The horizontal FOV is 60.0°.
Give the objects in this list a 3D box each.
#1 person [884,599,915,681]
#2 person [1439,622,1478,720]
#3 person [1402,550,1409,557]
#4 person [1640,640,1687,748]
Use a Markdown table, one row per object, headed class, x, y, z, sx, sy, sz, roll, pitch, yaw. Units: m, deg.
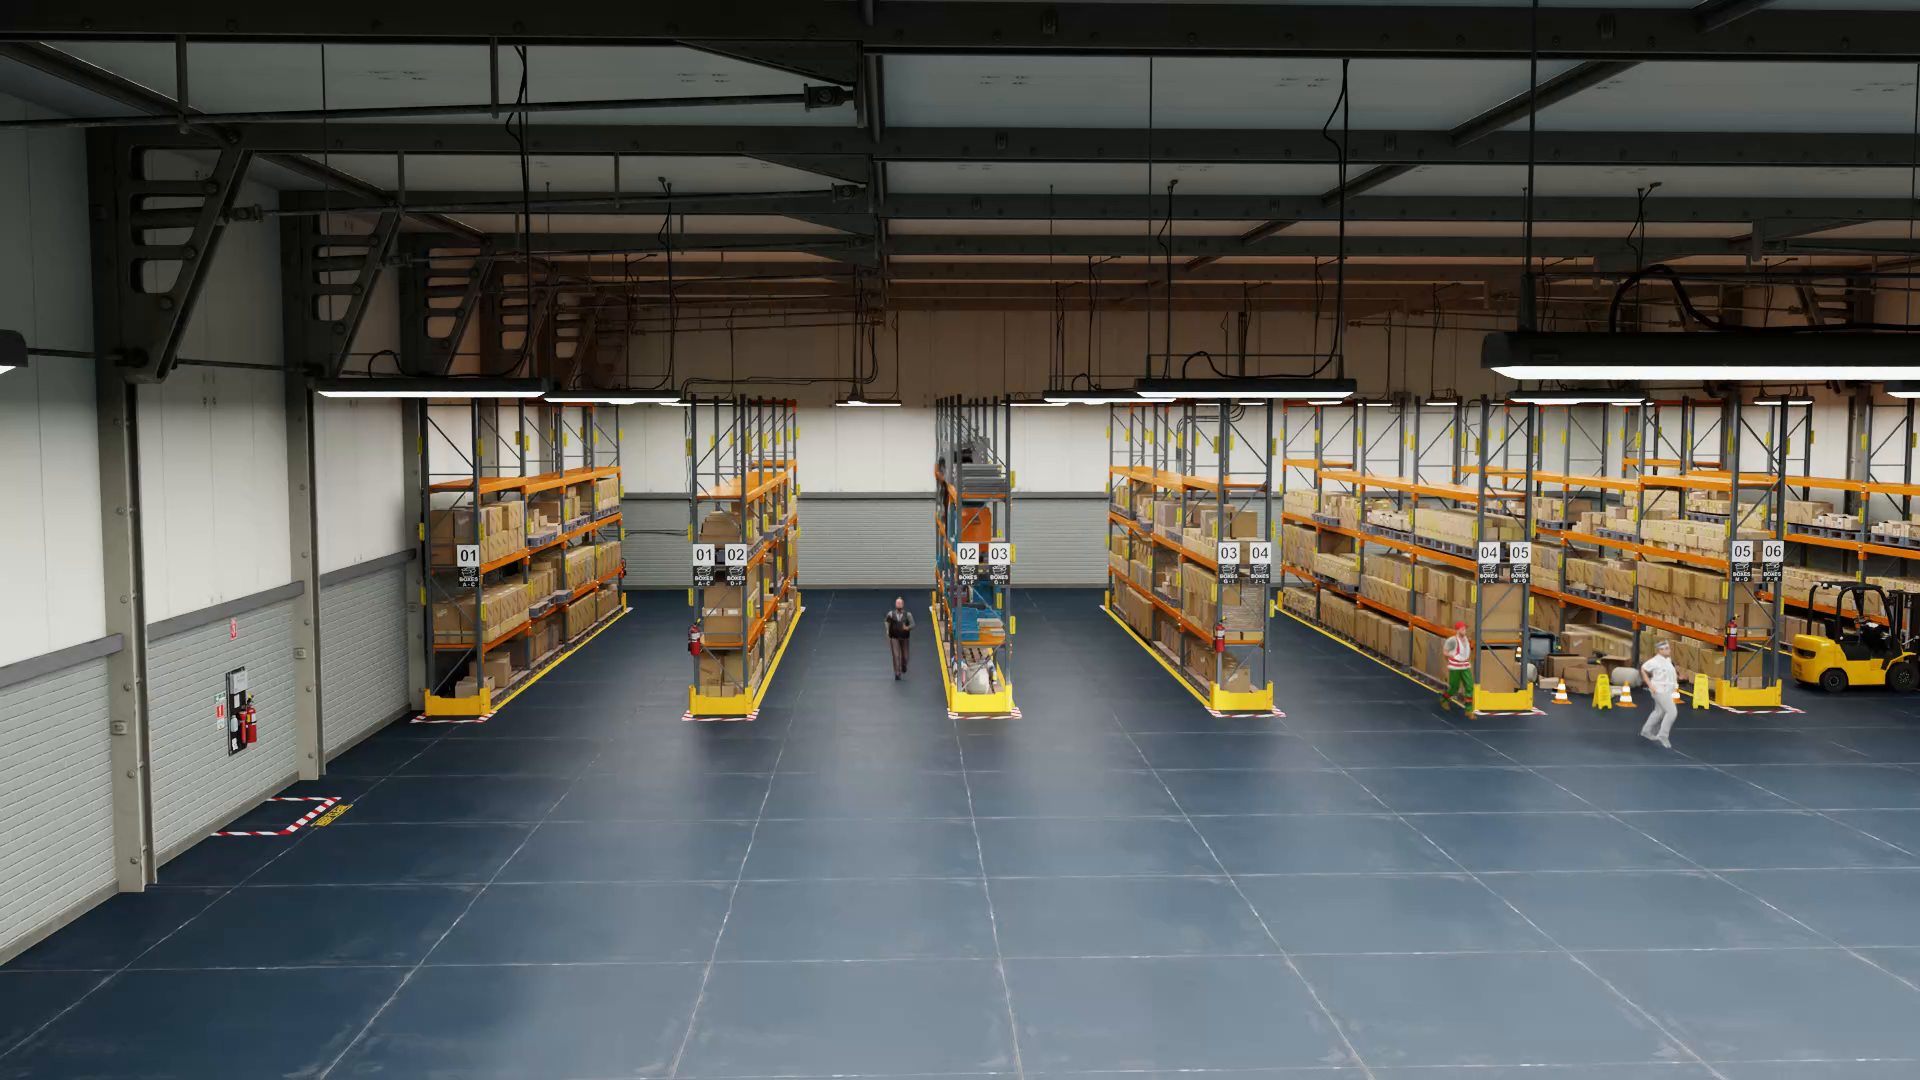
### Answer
| class | x | y | z | sx | sy | sz | roll | pitch | yaw |
| --- | --- | --- | --- | --- | --- | --- | --- | --- | --- |
| person | -1.285 | 2.095 | 35.267 | 0.668 | 1.698 | 0.896 | 0 | 5 | -3 |
| person | 9.266 | 2.399 | 30.939 | 0.694 | 1.788 | 0.947 | -2 | 5 | -22 |
| person | 13.113 | 0.980 | 49.224 | 0.658 | 1.769 | 0.707 | 0 | 5 | -3 |
| person | 11.978 | 2.621 | 28.335 | 0.764 | 1.848 | 0.637 | 4 | 6 | 41 |
